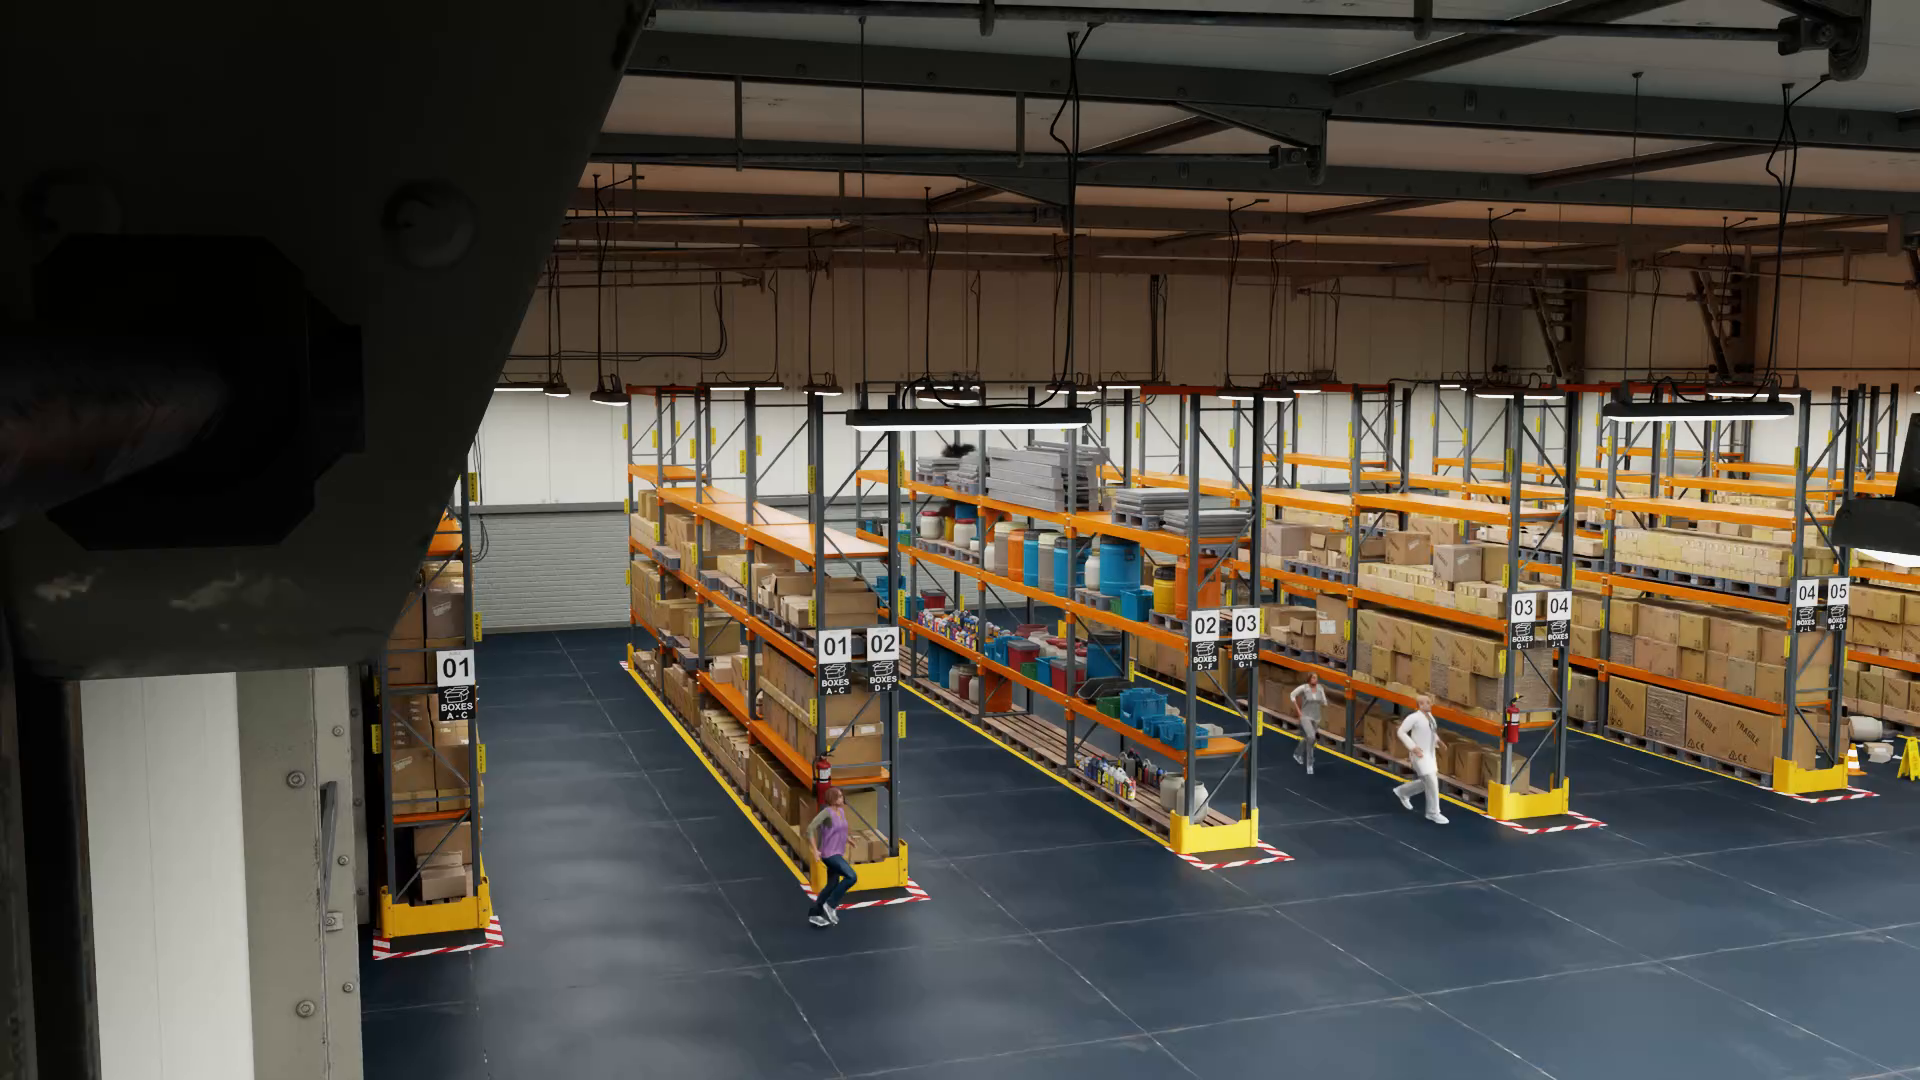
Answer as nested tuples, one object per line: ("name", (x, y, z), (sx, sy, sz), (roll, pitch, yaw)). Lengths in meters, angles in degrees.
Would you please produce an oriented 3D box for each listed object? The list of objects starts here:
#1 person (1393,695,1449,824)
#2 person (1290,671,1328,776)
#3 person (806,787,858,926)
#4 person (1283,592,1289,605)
("person", (6.477, 3.046, 23.375), (0.922, 1.758, 0.735), (6, 8, 43))
("person", (5.496, 2.849, 26.186), (0.514, 1.629, 0.761), (-2, 6, -19))
("person", (-1.417, 3.604, 18.963), (0.582, 1.520, 0.538), (2, 6, 17))
("person", (8.140, 1.232, 41.551), (0.550, 1.663, 0.658), (-2, 6, -17))
